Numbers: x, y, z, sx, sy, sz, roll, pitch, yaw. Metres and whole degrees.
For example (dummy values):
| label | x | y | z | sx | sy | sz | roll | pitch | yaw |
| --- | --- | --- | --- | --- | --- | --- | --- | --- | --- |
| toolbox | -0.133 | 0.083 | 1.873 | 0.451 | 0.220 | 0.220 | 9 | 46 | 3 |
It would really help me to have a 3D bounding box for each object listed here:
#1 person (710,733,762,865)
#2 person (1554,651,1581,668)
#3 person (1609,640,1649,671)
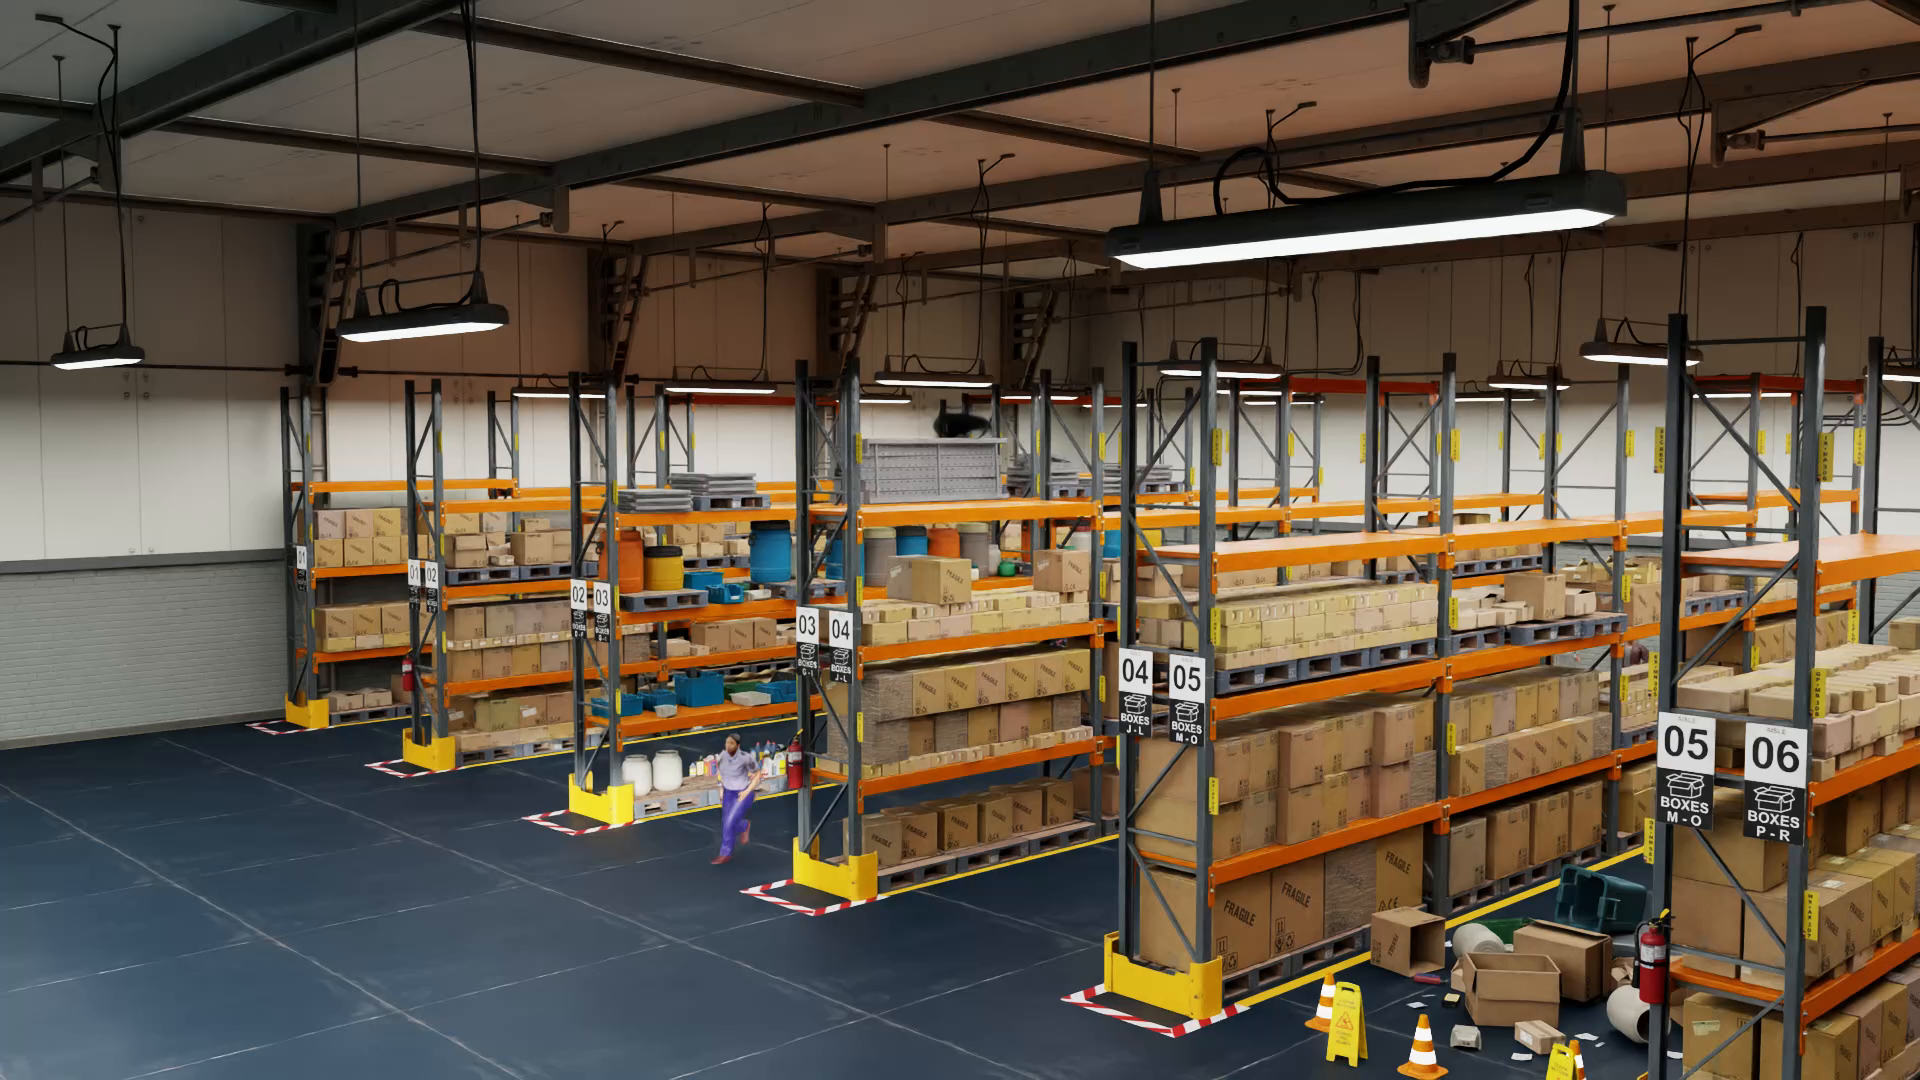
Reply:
| label | x | y | z | sx | sy | sz | roll | pitch | yaw |
| --- | --- | --- | --- | --- | --- | --- | --- | --- | --- |
| person | -2.632 | 3.104 | 20.157 | 0.618 | 1.606 | 0.729 | 2 | 4 | 26 |
| person | 10.977 | 2.416 | 30.238 | 0.565 | 1.689 | 0.722 | -2 | 4 | -27 |
| person | 11.756 | 2.428 | 29.253 | 0.715 | 1.733 | 0.804 | 3 | 4 | 35 |
